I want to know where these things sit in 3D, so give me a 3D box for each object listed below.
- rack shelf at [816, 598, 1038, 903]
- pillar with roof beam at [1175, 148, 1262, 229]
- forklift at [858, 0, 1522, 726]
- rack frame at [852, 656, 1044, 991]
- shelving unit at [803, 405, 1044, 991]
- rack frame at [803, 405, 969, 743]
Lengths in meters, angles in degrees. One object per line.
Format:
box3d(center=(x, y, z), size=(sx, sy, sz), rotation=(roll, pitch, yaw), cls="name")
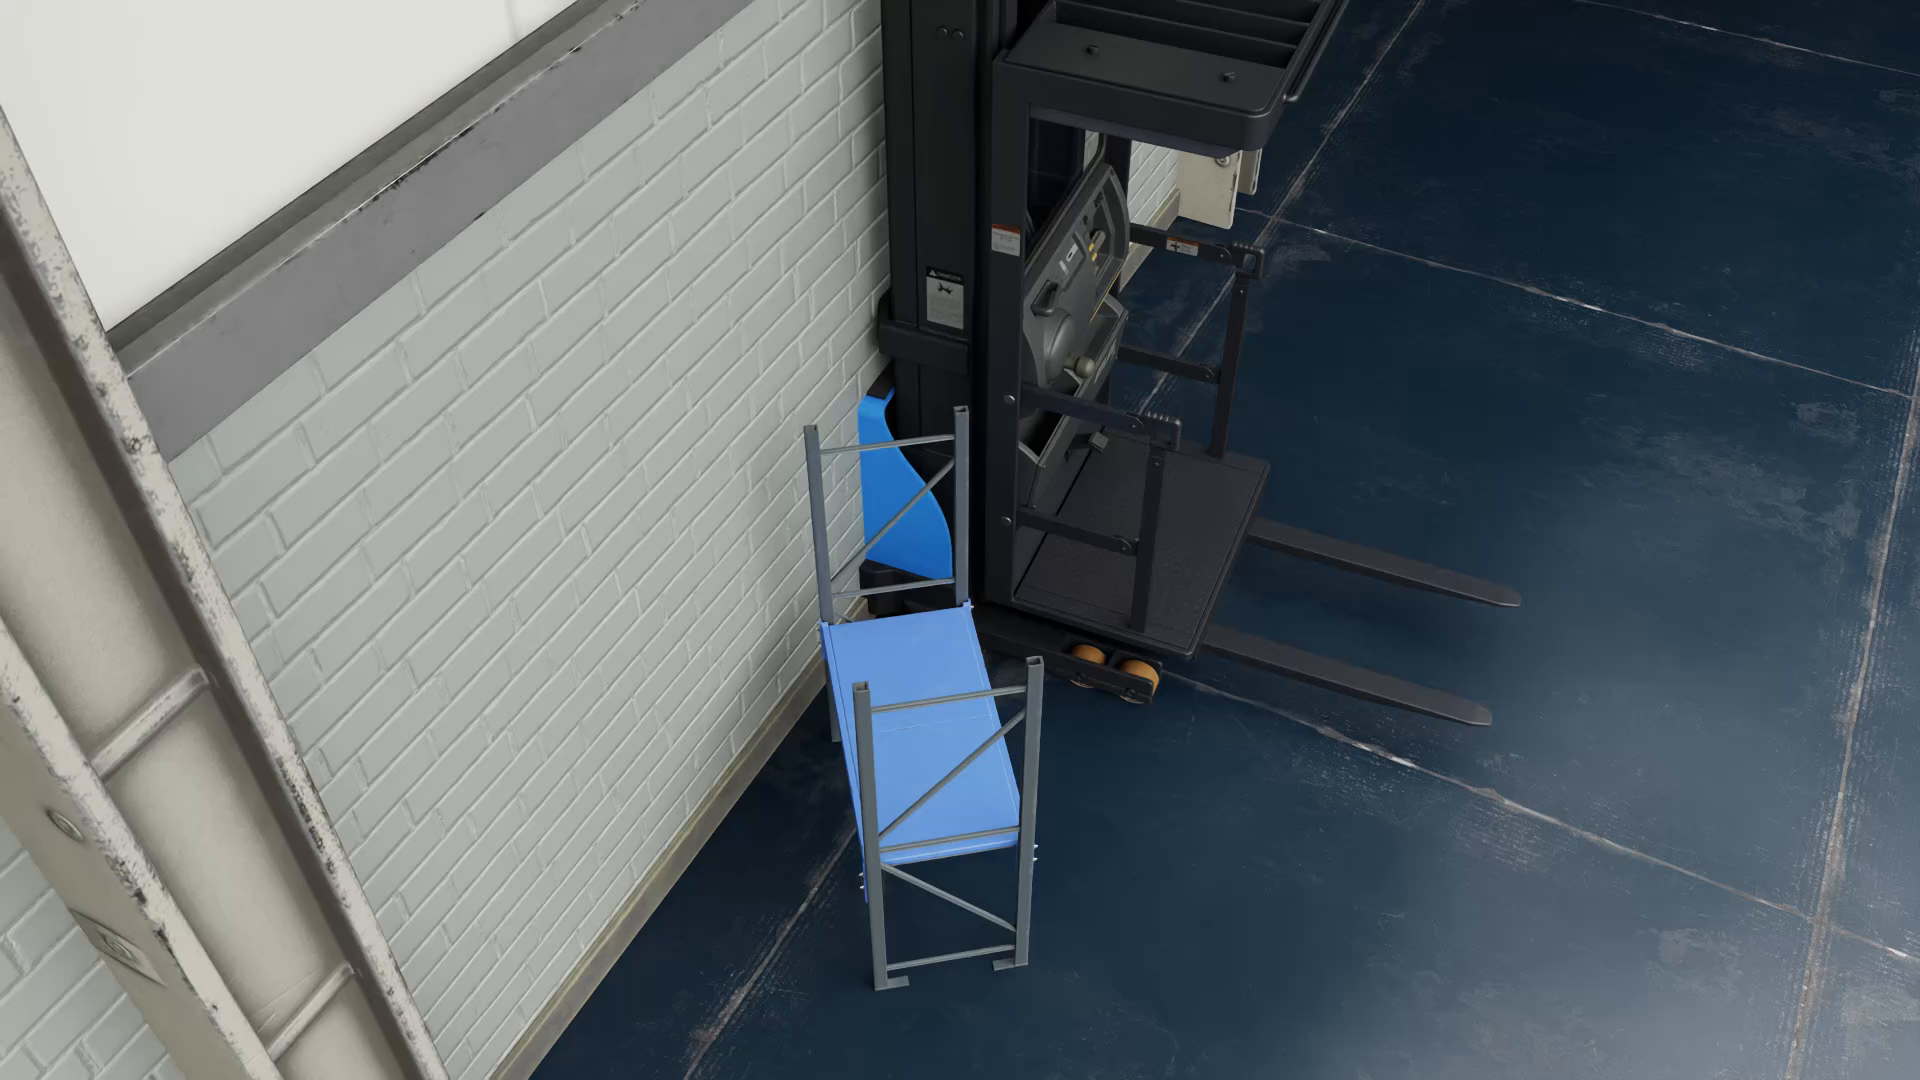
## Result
box3d(center=(-0.125, 0.644, 5.312), size=(0.538, 0.185, 1.000), rotation=(-8, 46, -8), cls="rack shelf")
box3d(center=(5.105, -3.463, 3.846), size=(9.100, 9.000, 0.400), rotation=(20, 49, 19), cls="pillar with roof beam")
box3d(center=(0.581, -0.859, 5.538), size=(3.031, 2.935, 1.130), rotation=(16, 48, 16), cls="forklift")
box3d(center=(-0.030, 0.873, 4.833), size=(0.500, 1.500, 0.032), rotation=(-8, 46, -8), cls="rack frame")
box3d(center=(-0.125, 0.518, 5.184), size=(0.538, 1.500, 1.048), rotation=(-8, 46, -8), cls="shelving unit")
box3d(center=(-0.221, 0.163, 5.535), size=(0.500, 1.500, 0.032), rotation=(-8, 46, -8), cls="rack frame")
